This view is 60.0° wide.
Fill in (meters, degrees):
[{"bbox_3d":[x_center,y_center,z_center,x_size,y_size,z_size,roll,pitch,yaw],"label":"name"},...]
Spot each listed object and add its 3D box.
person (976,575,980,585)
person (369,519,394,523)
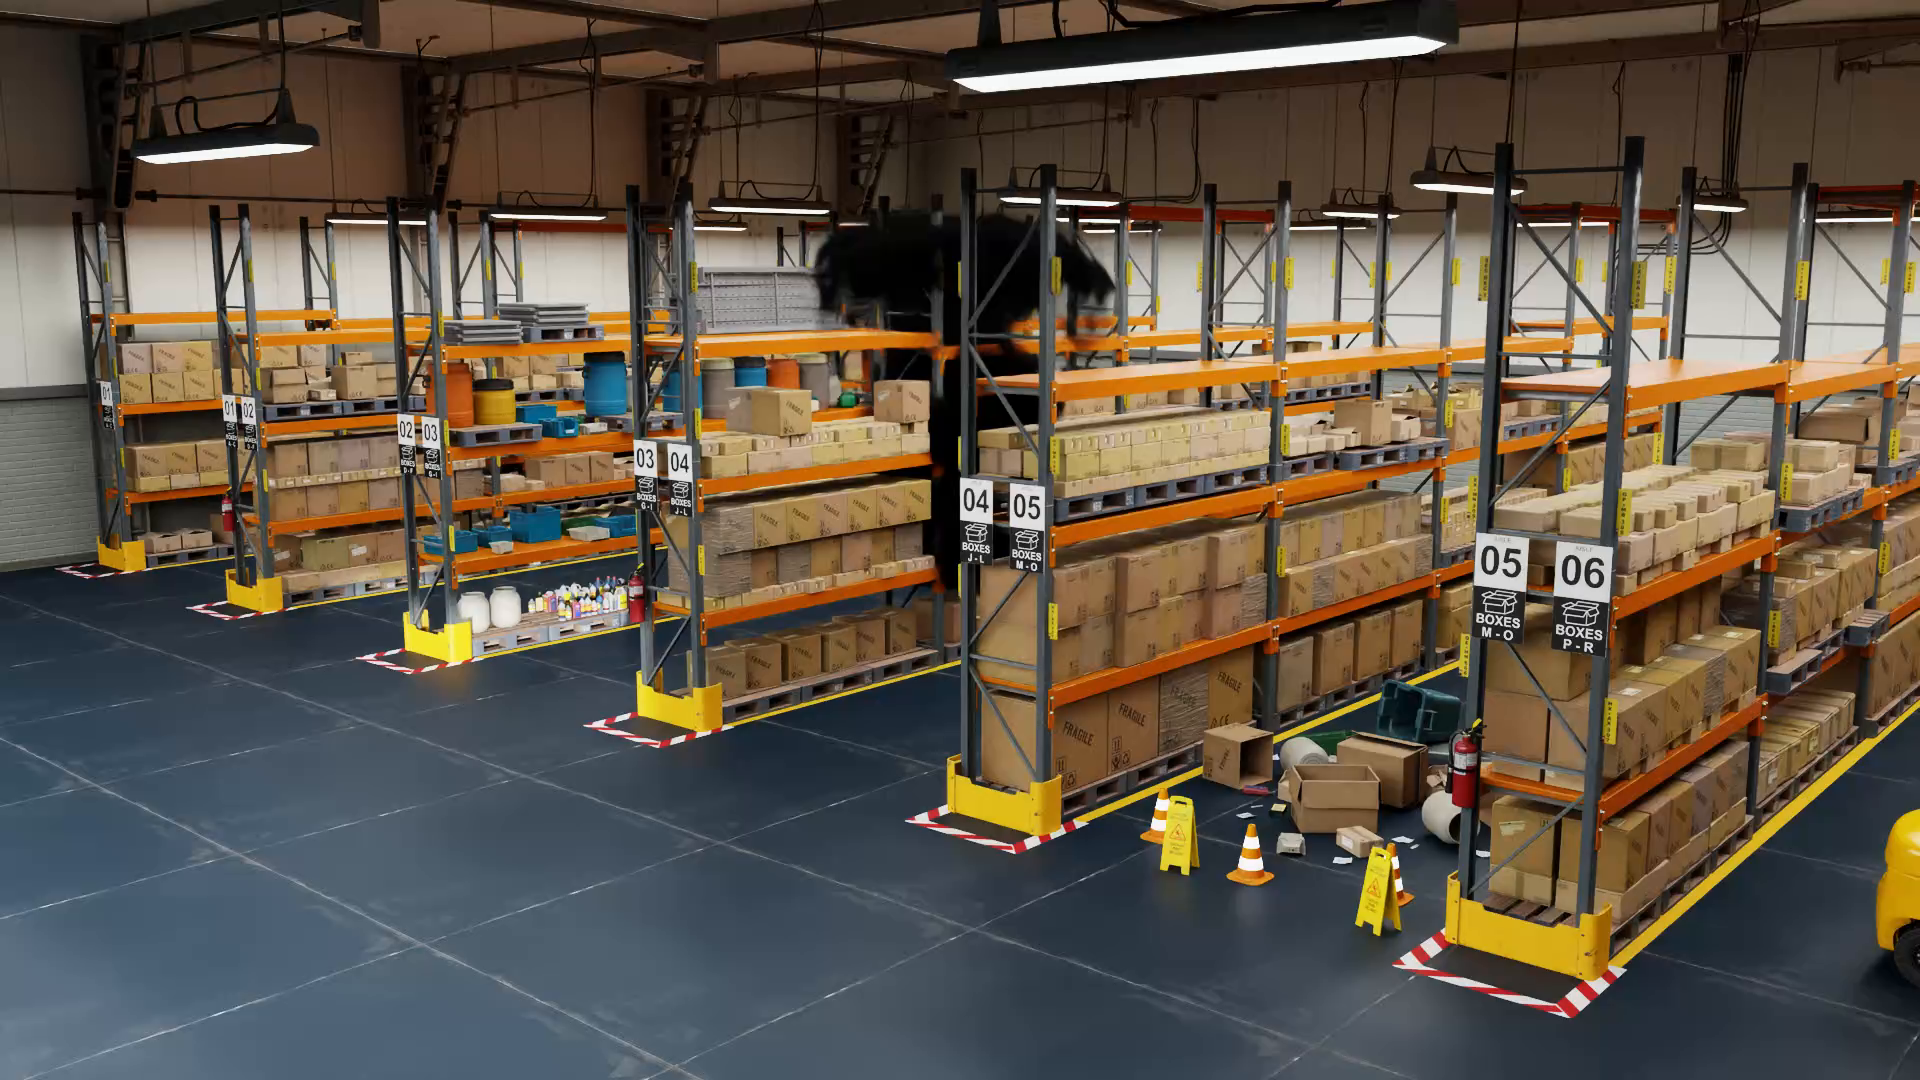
[{"bbox_3d":[0.185,-0.066,24.767,0.672,1.888,0.743,6,11,32],"label":"person"},{"bbox_3d":[-9.803,-0.406,28.453,0.686,1.828,0.874,8,12,40],"label":"person"}]
